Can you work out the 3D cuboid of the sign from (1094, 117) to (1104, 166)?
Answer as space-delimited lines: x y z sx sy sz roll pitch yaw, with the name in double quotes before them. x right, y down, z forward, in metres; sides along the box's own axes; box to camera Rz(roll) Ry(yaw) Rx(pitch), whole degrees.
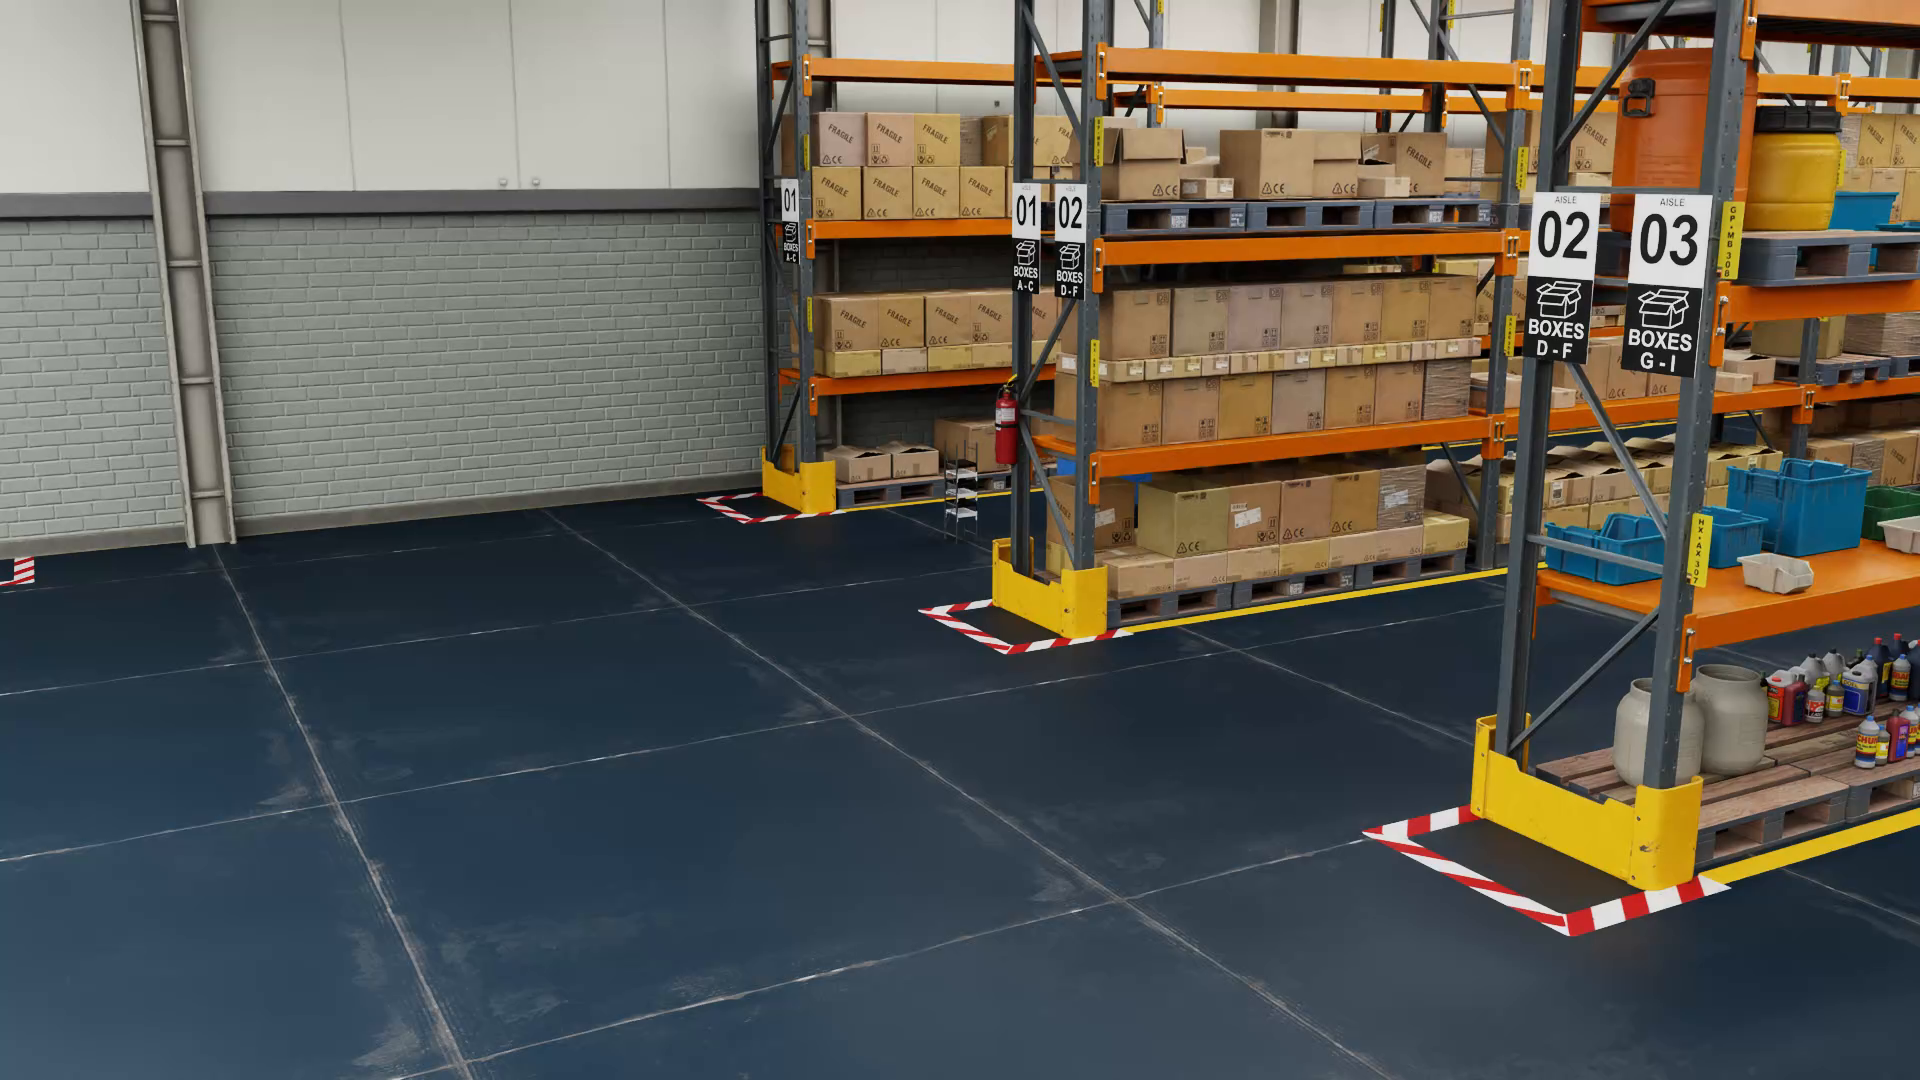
"sign" 0.941 -2.702 11.279 0.005 0.325 0.100 -7 14 -28

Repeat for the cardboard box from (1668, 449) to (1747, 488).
"cardboard box" 6.907 -0.701 15.421 0.500 0.311 0.500 -7 14 -29

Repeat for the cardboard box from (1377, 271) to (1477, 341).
"cardboard box" 3.805 -1.935 13.695 0.500 0.500 0.700 -7 14 -28

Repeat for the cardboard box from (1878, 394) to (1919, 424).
"cardboard box" 9.794 -1.395 17.459 0.500 0.250 0.500 -7 14 -28

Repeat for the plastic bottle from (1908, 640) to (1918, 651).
"plastic bottle" 5.801 0.756 10.120 0.135 0.276 0.152 -6 14 -26

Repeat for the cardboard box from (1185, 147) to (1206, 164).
"cardboard box" 2.333 -4.015 18.102 0.500 0.500 0.500 -5 13 -20

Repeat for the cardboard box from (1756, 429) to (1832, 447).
"cardboard box" 8.411 -0.861 16.795 0.500 0.500 0.500 -6 14 -26

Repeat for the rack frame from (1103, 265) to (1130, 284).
"rack frame" 1.815 -2.256 18.301 0.127 3.000 1.000 -7 14 -28

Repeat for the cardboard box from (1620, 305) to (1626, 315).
"cardboard box" 8.552 -3.204 21.563 0.500 0.500 0.500 -7 15 -29

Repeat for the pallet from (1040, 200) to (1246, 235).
"pallet" 1.313 -2.370 12.180 1.213 0.211 1.003 -7 14 -28

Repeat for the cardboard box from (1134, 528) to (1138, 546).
"cardboard box" 1.443 0.088 13.195 0.500 0.250 0.500 -7 14 -28

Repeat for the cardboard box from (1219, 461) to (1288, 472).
"cardboard box" 2.319 -0.384 13.583 0.500 0.500 0.500 -7 14 -28

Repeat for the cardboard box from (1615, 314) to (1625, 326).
"cardboard box" 8.465 -2.863 21.527 0.250 0.149 0.380 -7 14 -27

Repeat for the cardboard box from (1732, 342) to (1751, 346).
"cardboard box" 11.131 -2.699 23.530 0.250 0.149 0.380 -7 14 -27

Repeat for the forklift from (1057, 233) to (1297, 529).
"forklift" 2.469 -1.654 15.785 3.031 2.935 1.130 -6 14 -24

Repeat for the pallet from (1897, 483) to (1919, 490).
"pallet" 9.445 -0.561 17.120 1.213 0.211 1.003 -7 14 -28

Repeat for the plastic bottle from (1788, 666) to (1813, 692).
"plastic bottle" 4.809 0.875 9.592 0.135 0.276 0.152 -7 15 -29

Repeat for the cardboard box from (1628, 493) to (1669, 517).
"cardboard box" 6.014 -0.322 15.012 0.500 0.250 0.500 -7 14 -27

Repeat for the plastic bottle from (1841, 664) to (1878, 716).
"plastic bottle" 5.208 0.863 9.644 0.135 0.276 0.152 -7 14 -28

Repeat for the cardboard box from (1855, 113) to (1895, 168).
"cardboard box" 8.536 -3.821 15.918 0.500 0.500 0.500 -7 14 -28

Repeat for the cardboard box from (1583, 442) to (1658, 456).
"cardboard box" 6.196 -0.751 15.642 0.500 0.311 0.500 -7 15 -29

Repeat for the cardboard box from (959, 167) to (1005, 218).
"cardboard box" 0.119 -3.509 16.766 0.500 0.500 0.500 -6 14 -24

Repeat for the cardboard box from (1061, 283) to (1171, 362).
"cardboard box" 1.143 -1.615 12.270 0.500 0.500 0.700 -7 14 -28

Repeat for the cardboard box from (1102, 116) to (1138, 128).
"cardboard box" 1.505 -4.161 17.382 0.500 0.500 0.500 -8 15 -33

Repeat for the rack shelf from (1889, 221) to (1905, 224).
"rack shelf" 9.458 -3.045 16.615 4.000 0.370 1.077 -7 14 -28

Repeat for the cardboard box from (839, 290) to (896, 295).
"cardboard box" -0.938 -2.279 16.992 0.500 0.500 0.500 -7 14 -27

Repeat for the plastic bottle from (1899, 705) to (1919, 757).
"plastic bottle" 5.092 1.024 8.940 0.097 0.271 0.097 0 13 0

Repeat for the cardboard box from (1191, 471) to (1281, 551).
"cardboard box" 2.128 -0.232 12.905 0.500 0.500 0.500 -7 14 -28

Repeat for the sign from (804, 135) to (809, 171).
"sign" -1.436 -3.620 15.541 0.005 0.325 0.100 -7 14 -28

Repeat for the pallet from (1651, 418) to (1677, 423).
"pallet" 9.541 -1.802 22.635 1.213 0.211 1.003 -7 14 -28

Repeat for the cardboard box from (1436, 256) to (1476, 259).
"cardboard box" 6.056 -3.398 20.716 0.500 0.250 0.500 -7 15 -30

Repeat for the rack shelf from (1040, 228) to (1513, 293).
"rack shelf" 2.436 -2.204 12.876 4.000 0.370 1.077 -7 14 -28

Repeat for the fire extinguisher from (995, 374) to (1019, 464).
"fire extinguisher" 0.354 -0.920 12.542 0.183 0.674 0.296 -7 14 -28

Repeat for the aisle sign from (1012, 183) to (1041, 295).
"aisle sign" 0.482 -2.199 12.126 0.004 0.787 0.394 -7 14 -28

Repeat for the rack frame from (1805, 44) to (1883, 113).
"rack frame" 12.347 -6.445 23.252 0.127 3.000 1.000 -7 14 -28

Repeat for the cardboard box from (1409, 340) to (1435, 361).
"cardboard box" 3.609 -1.543 13.430 0.250 0.149 0.380 -7 15 -30

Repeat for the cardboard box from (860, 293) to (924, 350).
"cardboard box" -0.695 -2.180 16.551 0.500 0.500 0.500 -7 14 -28

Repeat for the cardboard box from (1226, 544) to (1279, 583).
"cardboard box" 2.134 0.136 12.977 0.500 0.250 0.500 -7 14 -28

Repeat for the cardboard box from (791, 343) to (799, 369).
"cardboard box" -1.379 -1.858 16.830 0.500 0.250 0.500 -7 14 -27

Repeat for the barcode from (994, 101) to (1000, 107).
"barcode" 0.388 -4.583 17.482 0.075 0.075 0.001 -7 14 -28

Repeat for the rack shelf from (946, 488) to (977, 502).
"rack shelf" 0.007 -0.407 15.021 0.200 0.077 0.258 -7 14 -28

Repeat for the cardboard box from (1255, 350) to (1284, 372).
"cardboard box" 2.257 -1.382 12.712 0.250 0.149 0.380 -7 14 -29

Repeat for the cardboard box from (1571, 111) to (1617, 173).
"cardboard box" 5.240 -3.384 14.160 0.500 0.500 0.500 -5 14 -22

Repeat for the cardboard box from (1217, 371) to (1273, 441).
"cardboard box" 1.994 -1.084 12.864 0.500 0.500 0.700 -7 14 -27

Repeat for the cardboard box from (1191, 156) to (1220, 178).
"cardboard box" 2.053 -2.804 12.834 0.500 0.311 0.500 -5 14 -21

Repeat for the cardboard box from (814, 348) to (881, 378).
"cardboard box" -1.116 -1.762 16.402 0.500 0.250 0.500 -7 15 -29

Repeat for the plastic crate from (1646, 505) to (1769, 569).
"plastic crate" 3.919 -0.031 8.753 0.408 0.251 0.499 -7 14 -28

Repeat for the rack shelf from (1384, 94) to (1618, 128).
"rack shelf" 7.081 -5.268 20.570 4.000 0.370 1.077 -7 14 -28

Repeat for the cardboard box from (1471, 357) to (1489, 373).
"cardboard box" 6.034 -1.885 20.592 0.750 0.750 0.750 -7 14 -29

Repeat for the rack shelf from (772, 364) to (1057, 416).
"rack shelf" 0.059 -1.694 17.445 4.000 0.370 1.077 -7 14 -28

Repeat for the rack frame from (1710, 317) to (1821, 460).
"rack frame" 7.702 -1.722 15.931 0.127 3.000 1.000 -7 14 -28

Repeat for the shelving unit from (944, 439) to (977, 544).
"shelving unit" 0.007 -0.440 15.014 0.210 0.900 0.258 -7 14 -28

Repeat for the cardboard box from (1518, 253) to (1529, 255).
"cardboard box" 7.414 -3.559 21.432 0.500 0.250 0.500 -7 15 -30

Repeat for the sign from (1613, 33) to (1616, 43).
"sign" 8.592 -6.667 21.749 0.005 0.325 0.100 -7 14 -28
